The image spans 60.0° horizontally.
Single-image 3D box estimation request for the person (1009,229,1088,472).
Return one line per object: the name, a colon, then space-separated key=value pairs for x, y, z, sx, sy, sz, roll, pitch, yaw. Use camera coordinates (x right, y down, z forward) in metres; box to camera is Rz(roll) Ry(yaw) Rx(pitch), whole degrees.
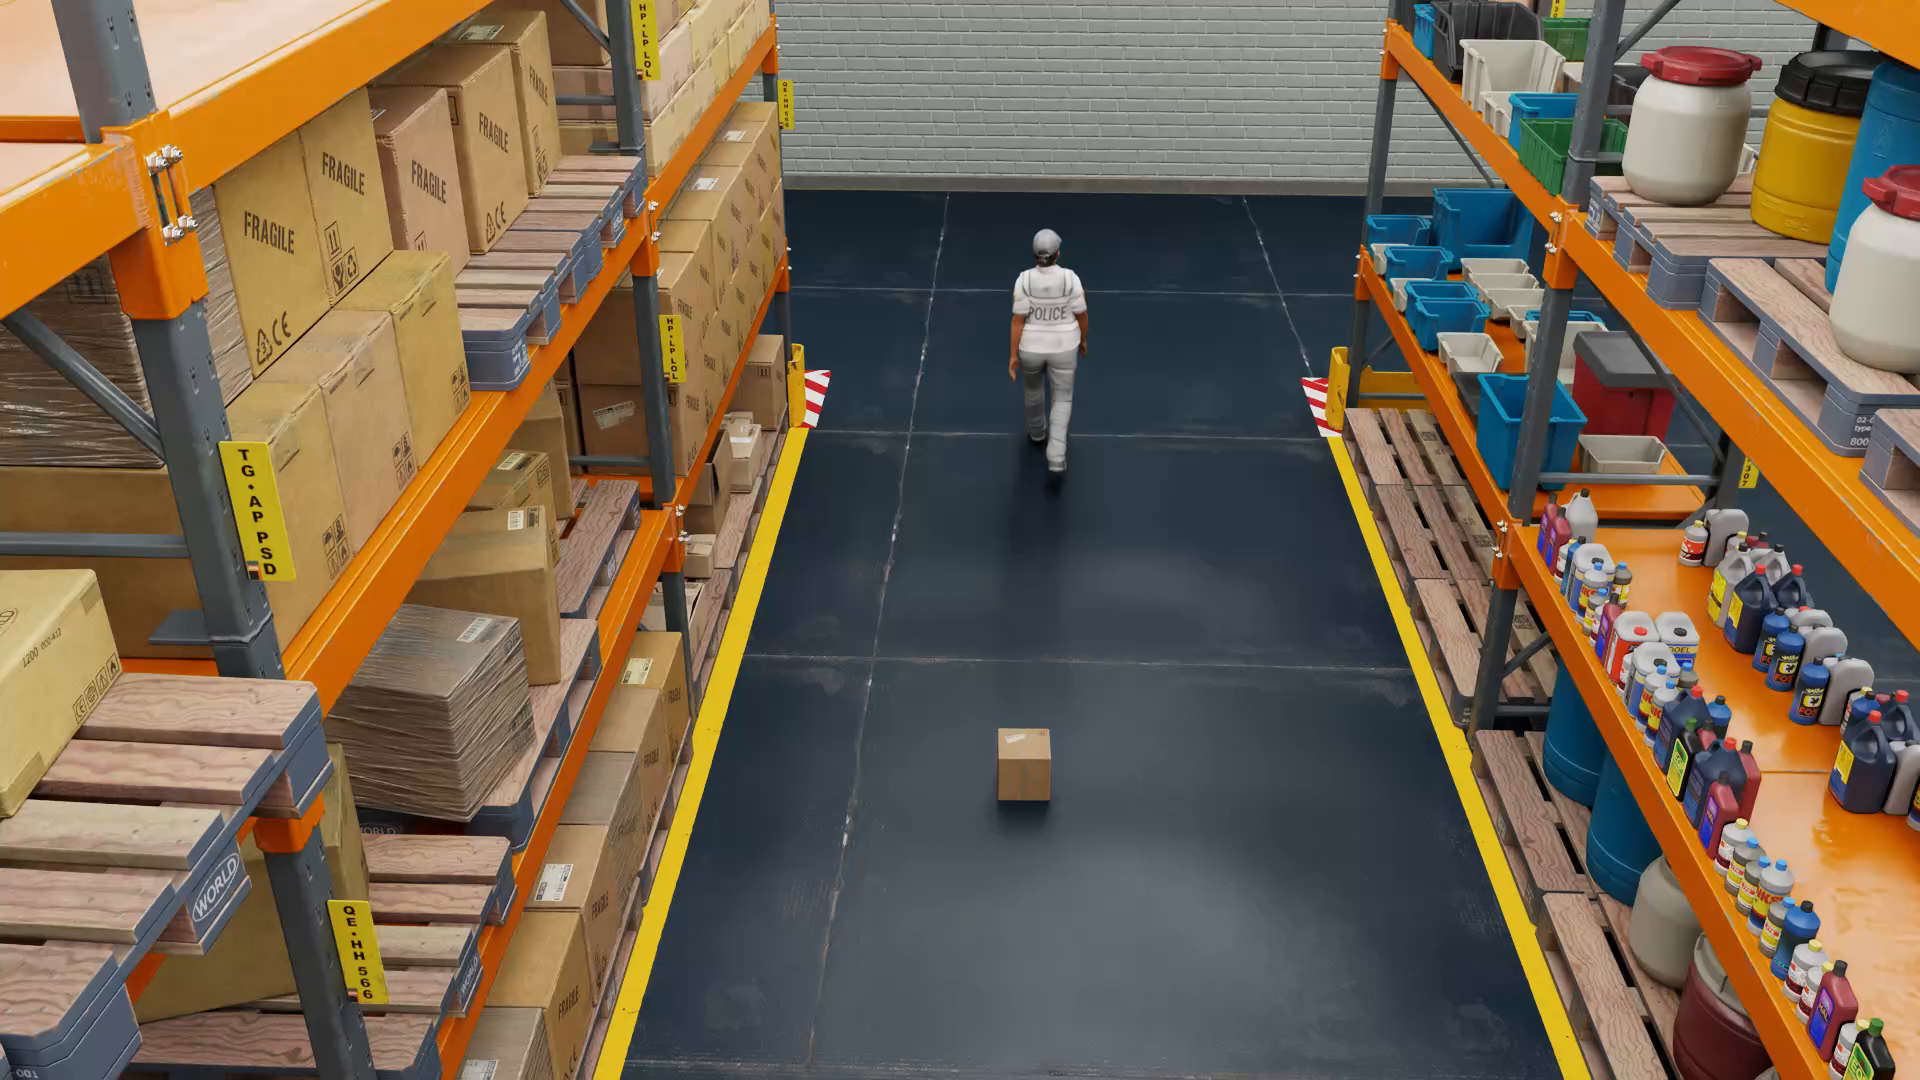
person: x=0.594 y=-1.290 z=11.038 sx=0.497 sy=1.611 sz=1.010 roll=4 pitch=28 yaw=8
